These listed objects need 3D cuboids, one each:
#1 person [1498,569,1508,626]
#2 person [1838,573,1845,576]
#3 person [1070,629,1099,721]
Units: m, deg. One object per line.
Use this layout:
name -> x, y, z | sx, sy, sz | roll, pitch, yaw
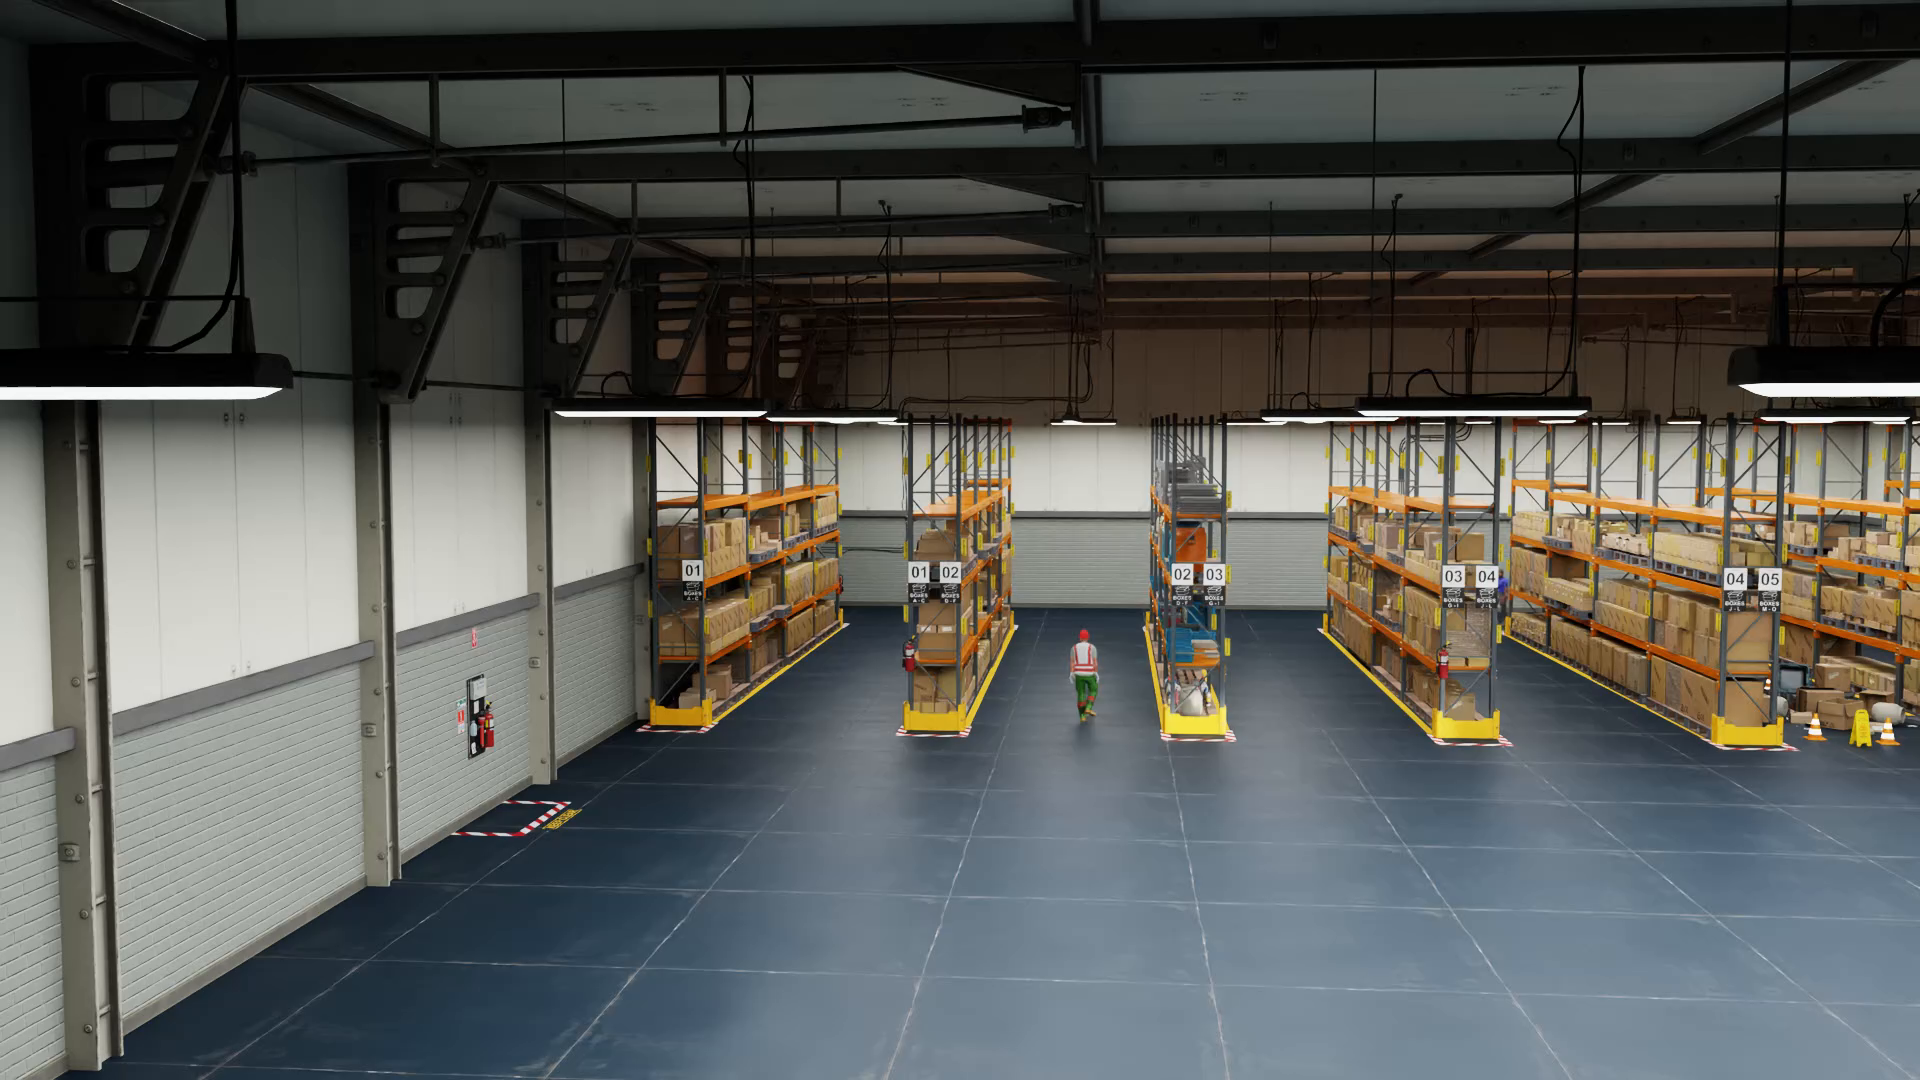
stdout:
person -> 15.551, 1.699, 47.916 | 0.474, 1.722, 0.594 | 4, 5, 43
person -> 24.744, 1.753, 46.637 | 0.933, 1.639, 0.486 | 0, 4, 1
person -> 2.422, 2.642, 32.498 | 0.584, 1.779, 0.490 | 1, 4, 16
